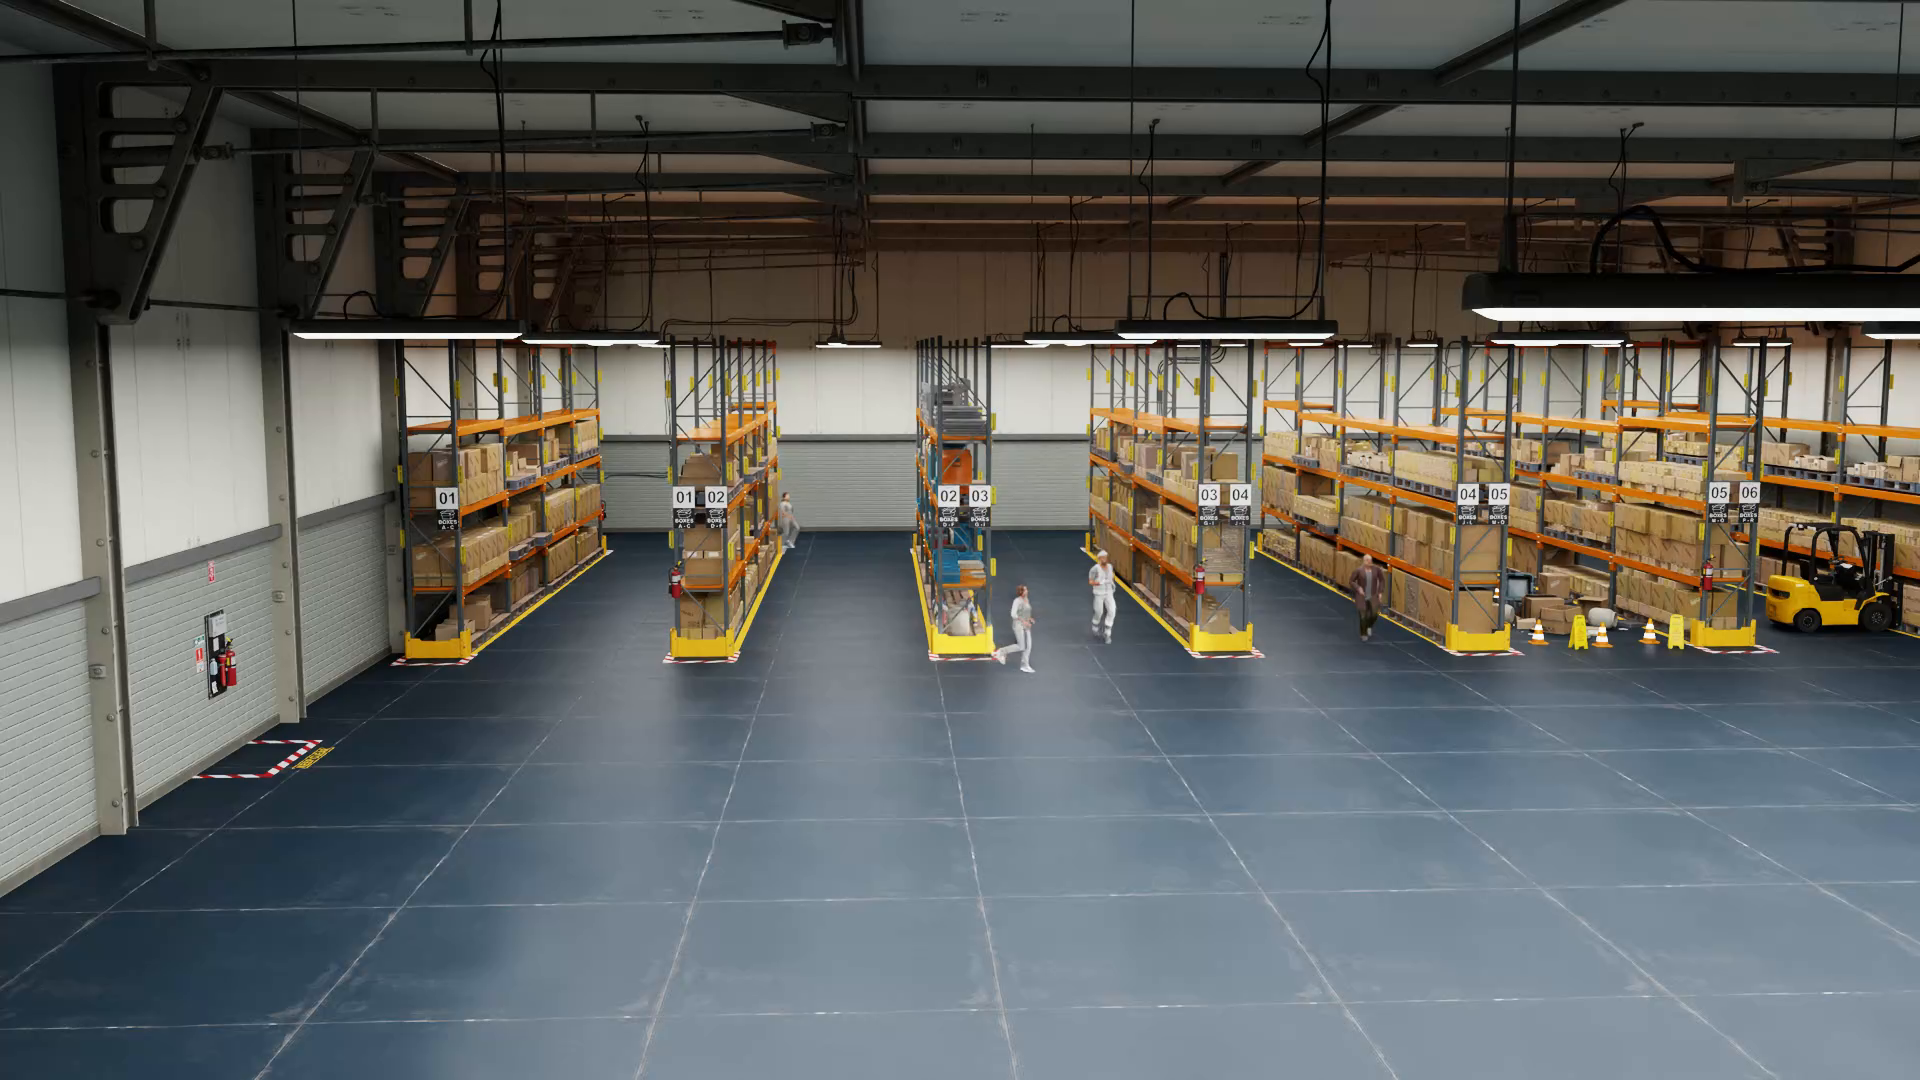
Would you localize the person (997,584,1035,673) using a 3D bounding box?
[{"bbox_3d":[1.042,1.576,29.824,0.694,1.586,0.543,3,7,28],"label":"person"}]

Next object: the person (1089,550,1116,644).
[{"bbox_3d":[2.806,1.125,32.840,0.660,1.864,0.806,-2,7,-21],"label":"person"}]

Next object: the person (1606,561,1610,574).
[{"bbox_3d":[16.747,0.036,42.551,0.686,1.722,0.589,-1,7,-6],"label":"person"}]

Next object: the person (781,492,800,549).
[{"bbox_3d":[-4.986,-0.559,48.113,0.647,1.648,0.579,2,7,20],"label":"person"}]

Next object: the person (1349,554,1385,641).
[{"bbox_3d":[8.048,1.146,32.830,0.725,1.732,0.646,0,6,2],"label":"person"}]
